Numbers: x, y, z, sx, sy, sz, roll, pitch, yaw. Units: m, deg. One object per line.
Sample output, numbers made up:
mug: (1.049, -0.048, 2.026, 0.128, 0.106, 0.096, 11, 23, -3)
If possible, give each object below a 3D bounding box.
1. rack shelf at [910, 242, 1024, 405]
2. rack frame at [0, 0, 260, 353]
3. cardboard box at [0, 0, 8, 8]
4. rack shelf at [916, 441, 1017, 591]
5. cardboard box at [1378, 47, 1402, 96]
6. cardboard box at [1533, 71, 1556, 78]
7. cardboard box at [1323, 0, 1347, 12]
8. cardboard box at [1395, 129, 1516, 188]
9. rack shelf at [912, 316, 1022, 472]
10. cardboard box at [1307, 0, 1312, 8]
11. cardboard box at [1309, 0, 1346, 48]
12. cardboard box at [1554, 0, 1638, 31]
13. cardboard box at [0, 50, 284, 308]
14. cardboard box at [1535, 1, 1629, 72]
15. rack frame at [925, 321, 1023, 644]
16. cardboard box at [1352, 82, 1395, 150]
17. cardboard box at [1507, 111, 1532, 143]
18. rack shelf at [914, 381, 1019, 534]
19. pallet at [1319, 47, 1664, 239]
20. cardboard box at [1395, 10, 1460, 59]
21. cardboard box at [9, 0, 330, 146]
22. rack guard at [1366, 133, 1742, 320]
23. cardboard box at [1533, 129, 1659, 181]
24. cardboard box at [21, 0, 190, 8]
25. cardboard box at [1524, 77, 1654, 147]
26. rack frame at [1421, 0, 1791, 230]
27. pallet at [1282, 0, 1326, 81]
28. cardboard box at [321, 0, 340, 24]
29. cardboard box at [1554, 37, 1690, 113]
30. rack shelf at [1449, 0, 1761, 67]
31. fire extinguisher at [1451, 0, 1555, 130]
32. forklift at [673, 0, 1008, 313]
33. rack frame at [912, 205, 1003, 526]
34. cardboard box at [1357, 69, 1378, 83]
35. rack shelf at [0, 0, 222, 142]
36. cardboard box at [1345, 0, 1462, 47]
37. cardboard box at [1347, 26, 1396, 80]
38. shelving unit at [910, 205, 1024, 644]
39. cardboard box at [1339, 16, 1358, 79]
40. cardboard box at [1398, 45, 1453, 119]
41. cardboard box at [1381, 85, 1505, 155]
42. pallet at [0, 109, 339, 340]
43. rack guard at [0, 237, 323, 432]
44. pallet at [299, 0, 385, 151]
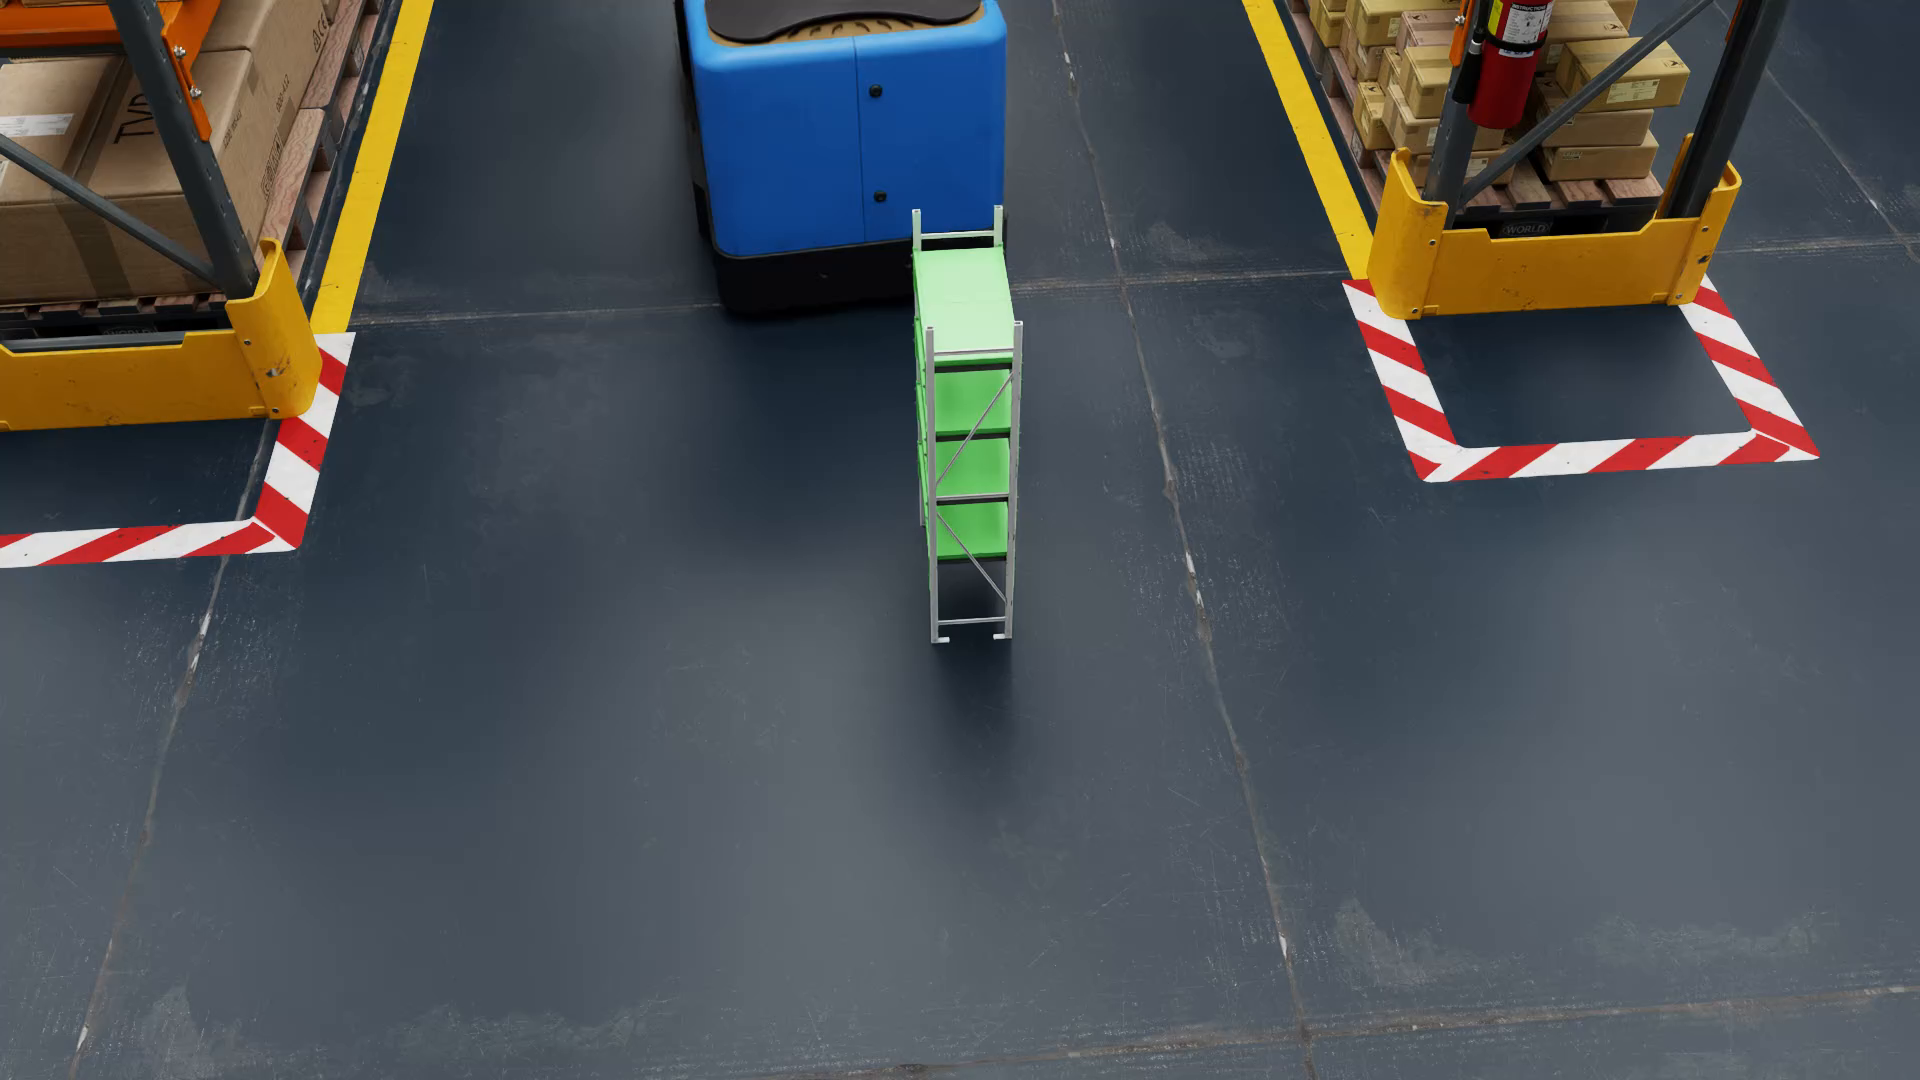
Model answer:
rack shelf: (0.014, -0.579, 4.399, 0.258, 0.148, 0.480, -3, 47, -3)
rack frame: (-2.812, -1.553, 4.655, 1.000, 3.000, 0.127, -3, 47, -3)
cardboard box: (-3.116, -1.921, 4.934, 0.500, 0.500, 0.500, -3, 47, -3)
rack shelf: (0.014, -0.084, 4.922, 0.258, 0.148, 0.480, -3, 47, -3)
cardboard box: (1.815, -1.751, 6.312, 0.380, 0.149, 0.250, -4, 47, -4)
cardboard box: (2.357, -1.790, 6.349, 0.380, 0.149, 0.250, -4, 47, -3)
cardboard box: (1.682, -2.308, 6.839, 0.380, 0.149, 0.250, -3, 47, -3)
cardboard box: (1.860, -1.460, 6.241, 0.380, 0.149, 0.250, -3, 47, -3)
rack shelf: (0.014, -0.414, 4.573, 0.258, 0.148, 0.480, -3, 47, -3)
cardboard box: (1.681, -2.394, 7.125, 0.380, 0.149, 0.250, -3, 47, -3)
cardboard box: (1.684, -2.195, 6.937, 0.380, 0.149, 0.250, -5, 47, -5)
cardboard box: (2.370, -2.078, 6.417, 0.380, 0.149, 0.250, -4, 47, -3)
cardboard box: (-2.967, -1.288, 5.880, 0.875, 0.438, 0.875, -5, 47, -5)
cardboard box: (2.264, -1.888, 6.237, 0.380, 0.149, 0.250, -3, 47, -3)
rack frame: (0.034, -0.116, 4.534, 0.240, 1.200, 0.015, -3, 47, -3)
cardboard box: (1.738, -1.640, 6.411, 0.380, 0.149, 0.250, -2, 47, -2)
cardboard box: (2.284, -1.674, 6.444, 0.380, 0.149, 0.250, -4, 47, -3)
rack shelf: (0.014, -0.249, 4.747, 0.258, 0.148, 0.480, -3, 47, -3)
pallet: (2.073, -1.614, 6.633, 1.003, 0.211, 1.213, -3, 47, -3)
cardboard box: (1.851, -1.849, 6.200, 0.380, 0.149, 0.250, -3, 47, -3)
cardboard box: (-3.052, -1.950, 6.506, 0.875, 0.438, 0.875, -2, 47, -2)
rack guard: (2.106, -1.123, 5.969, 1.175, 0.500, 0.348, -3, 47, -3)
cardboard box: (2.387, -1.490, 6.270, 0.380, 0.149, 0.250, -3, 47, -2)
cardboard box: (-2.566, -1.953, 4.964, 0.500, 0.500, 0.500, -4, 47, -4)
cardboard box: (2.324, -1.589, 6.158, 0.380, 0.149, 0.250, -2, 47, -2)
rack frame: (2.112, -1.927, 5.010, 1.000, 3.000, 0.127, -3, 47, -3)
pallet: (1.974, -2.494, 7.467, 1.003, 0.211, 1.213, -3, 47, -3)
cardboard box: (-3.126, -2.602, 7.124, 0.875, 0.438, 0.875, -5, 47, -4)
cardboard box: (2.407, -1.696, 6.055, 0.380, 0.149, 0.250, -5, 47, -5)
rack shelf: (1.945, -3.127, 6.641, 1.077, 0.370, 4.000, -3, 47, -3)
fire extinguisher: (1.673, -1.562, 4.974, 0.296, 0.674, 0.183, -3, 47, -3)
forklift: (-0.609, -2.903, 5.981, 1.130, 2.935, 3.031, -8, 47, -7)
rack frame: (-0.007, -0.469, 4.868, 0.240, 1.200, 0.015, -3, 47, -3)
cardboard box: (1.801, -1.836, 6.597, 0.380, 0.149, 0.250, -4, 47, -3)
rack shelf: (-2.980, -2.753, 6.287, 1.077, 0.370, 4.000, -3, 47, -3)
cardboard box: (1.703, -2.029, 6.370, 0.380, 0.149, 0.250, -4, 47, -4)
cardboard box: (1.738, -1.934, 6.485, 0.380, 0.149, 0.250, -5, 47, -5)
shelving unit: (0.014, -0.293, 4.701, 0.258, 1.200, 0.503, -3, 47, -3)
cardboard box: (1.768, -2.014, 6.766, 0.380, 0.149, 0.250, -3, 47, -3)
cardboard box: (1.815, -1.664, 6.024, 0.380, 0.149, 0.250, -3, 47, -3)
cardboard box: (1.783, -1.558, 6.129, 0.380, 0.149, 0.250, -5, 47, -4)
pallet: (-2.957, -1.168, 6.211, 1.003, 0.211, 1.213, -3, 47, -3)
rack guard: (-2.810, -0.677, 5.546, 1.175, 0.500, 0.348, -3, 47, -3)
pallet: (-3.056, -2.049, 7.045, 1.003, 0.211, 1.213, -3, 47, -3)
